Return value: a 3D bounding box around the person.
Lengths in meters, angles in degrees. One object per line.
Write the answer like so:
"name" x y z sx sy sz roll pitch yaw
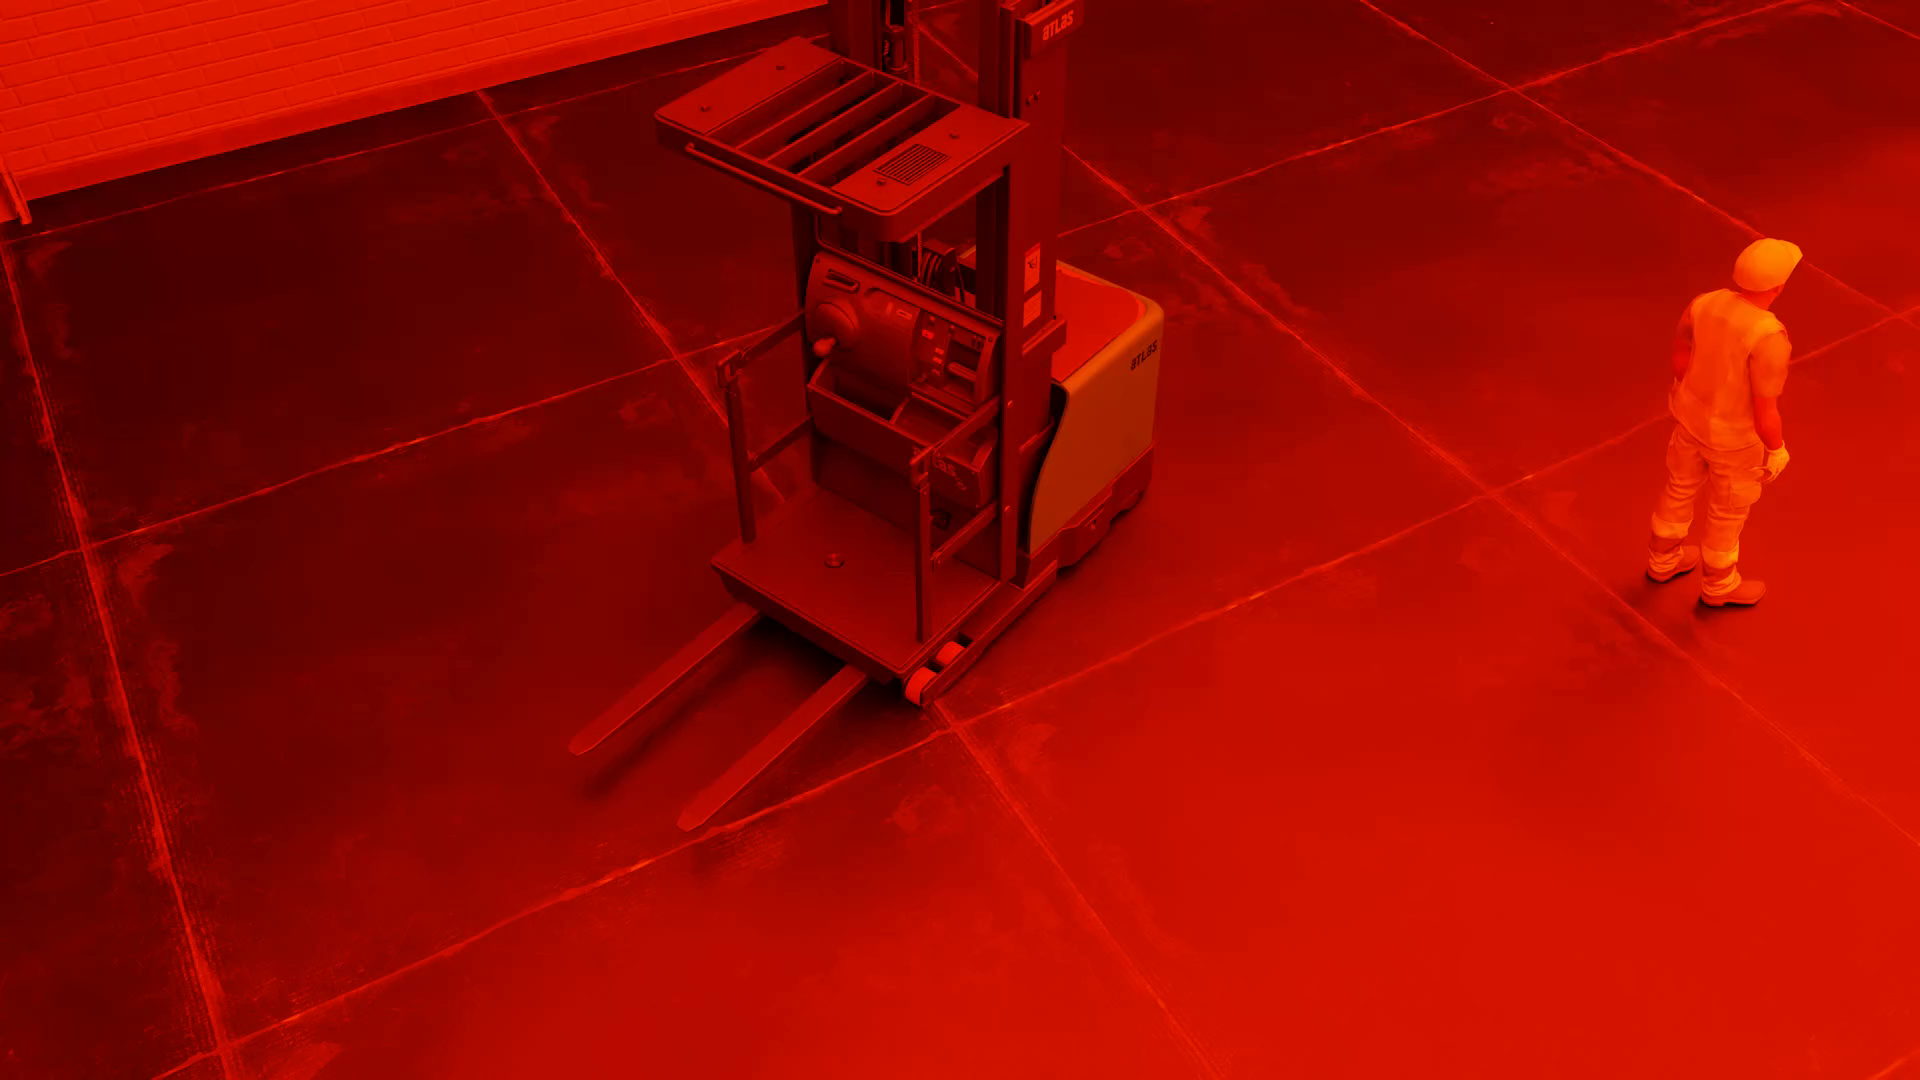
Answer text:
"person" 3.301 -0.507 7.073 0.562 1.790 0.637 -15 45 -16

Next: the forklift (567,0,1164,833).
"forklift" -0.375 -0.749 6.505 1.130 2.935 3.031 28 50 27
